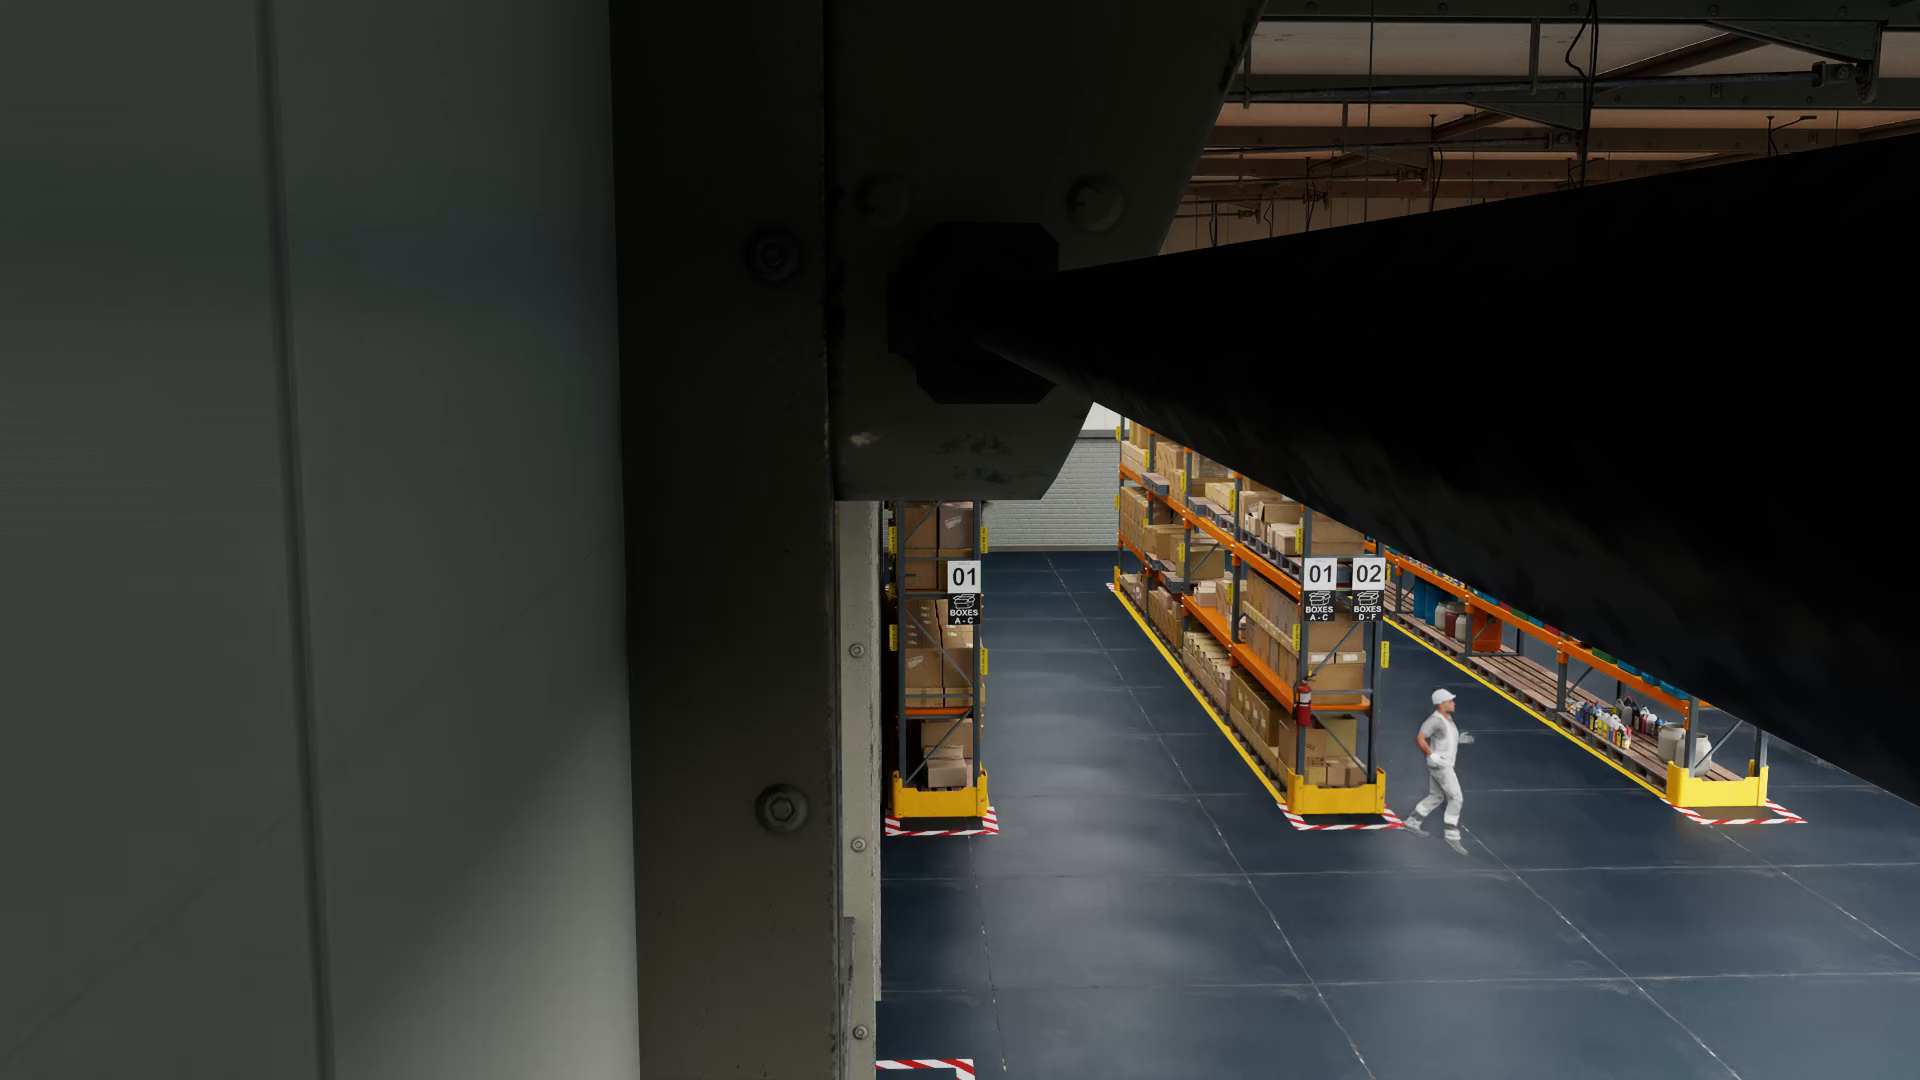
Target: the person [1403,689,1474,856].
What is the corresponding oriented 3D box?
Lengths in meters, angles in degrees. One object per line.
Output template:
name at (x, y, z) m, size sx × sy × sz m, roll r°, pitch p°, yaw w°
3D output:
person at (5.417, 2.594, 18.812) m, size 0.734 × 1.849 × 0.648 m, roll 3°, pitch 9°, yaw 19°
